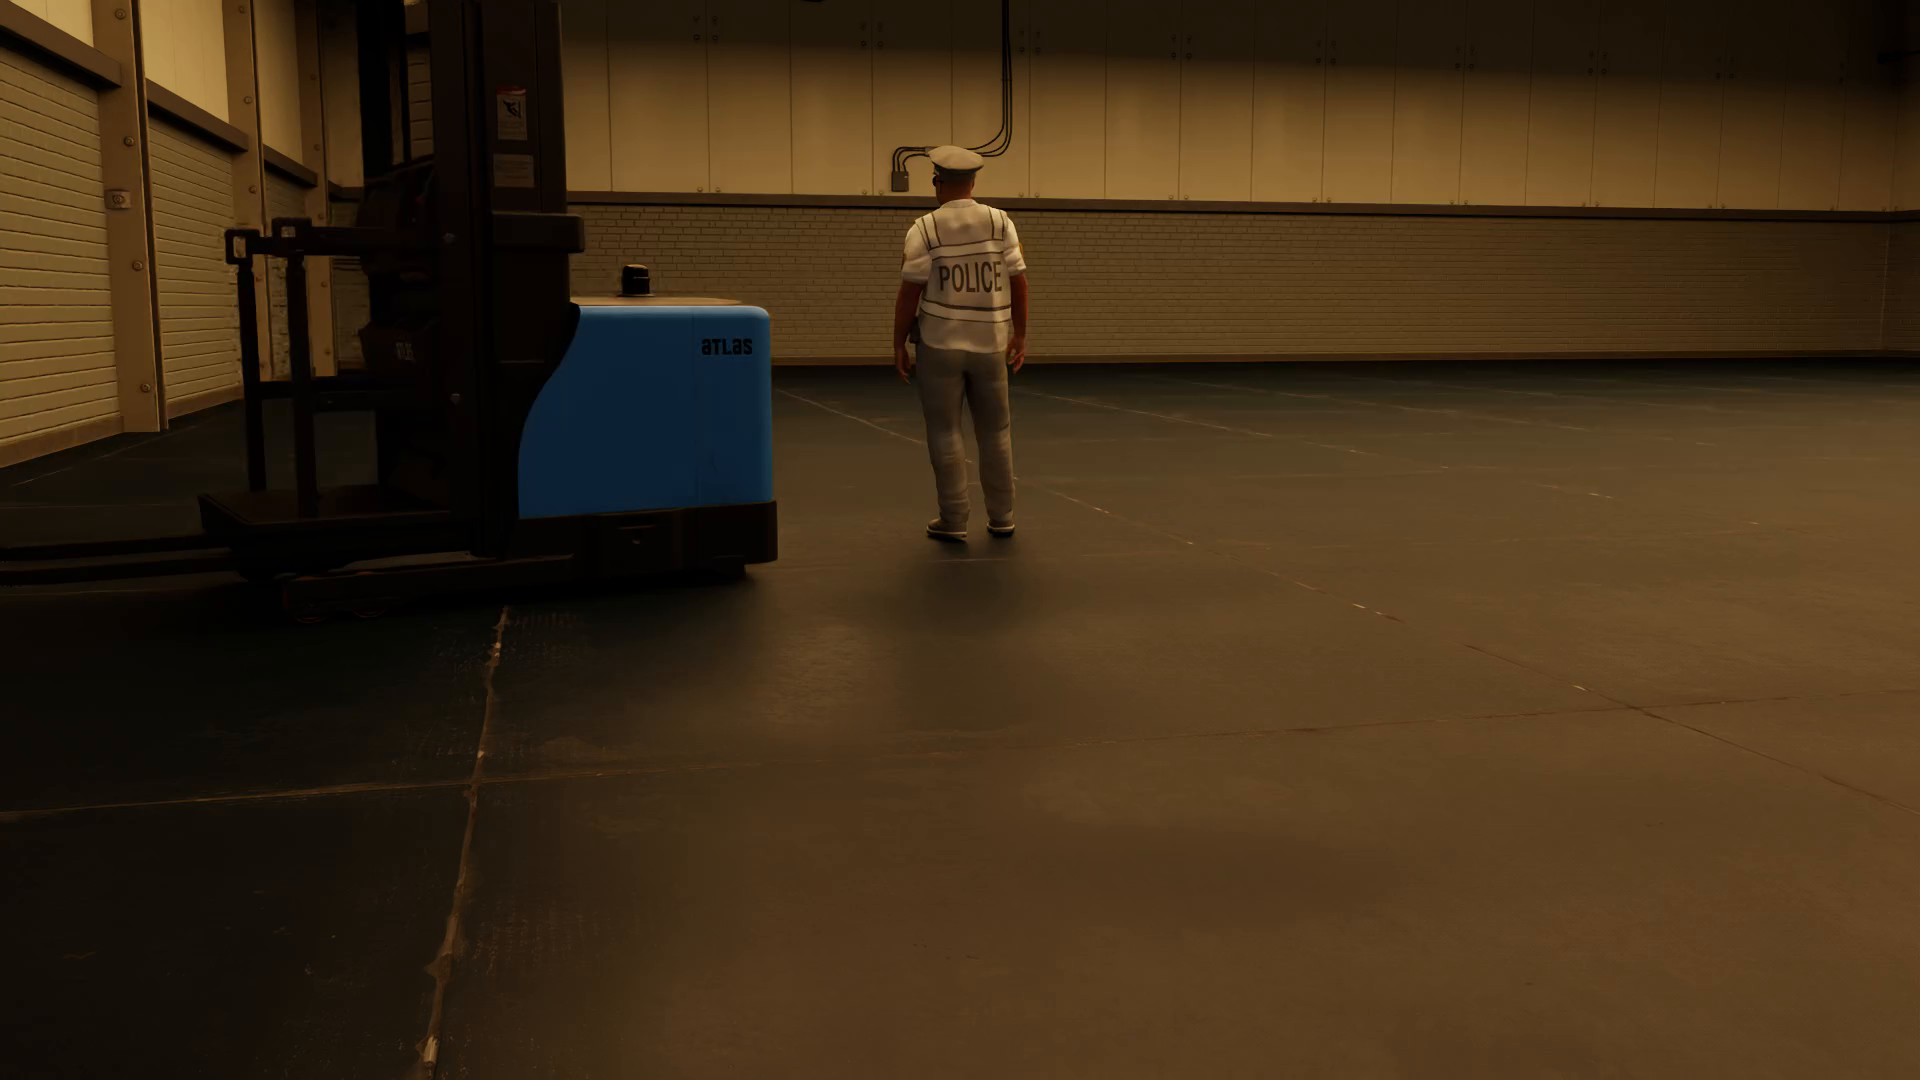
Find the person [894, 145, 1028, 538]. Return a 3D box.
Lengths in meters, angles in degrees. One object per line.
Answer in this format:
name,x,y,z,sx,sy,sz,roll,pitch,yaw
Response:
person,-0.007,-0.900,7.660,0.640,1.780,0.575,-2,8,-13

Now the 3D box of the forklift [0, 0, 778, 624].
forklift,-2.251,-1.248,6.053,3.031,2.935,1.130,-5,9,-32
